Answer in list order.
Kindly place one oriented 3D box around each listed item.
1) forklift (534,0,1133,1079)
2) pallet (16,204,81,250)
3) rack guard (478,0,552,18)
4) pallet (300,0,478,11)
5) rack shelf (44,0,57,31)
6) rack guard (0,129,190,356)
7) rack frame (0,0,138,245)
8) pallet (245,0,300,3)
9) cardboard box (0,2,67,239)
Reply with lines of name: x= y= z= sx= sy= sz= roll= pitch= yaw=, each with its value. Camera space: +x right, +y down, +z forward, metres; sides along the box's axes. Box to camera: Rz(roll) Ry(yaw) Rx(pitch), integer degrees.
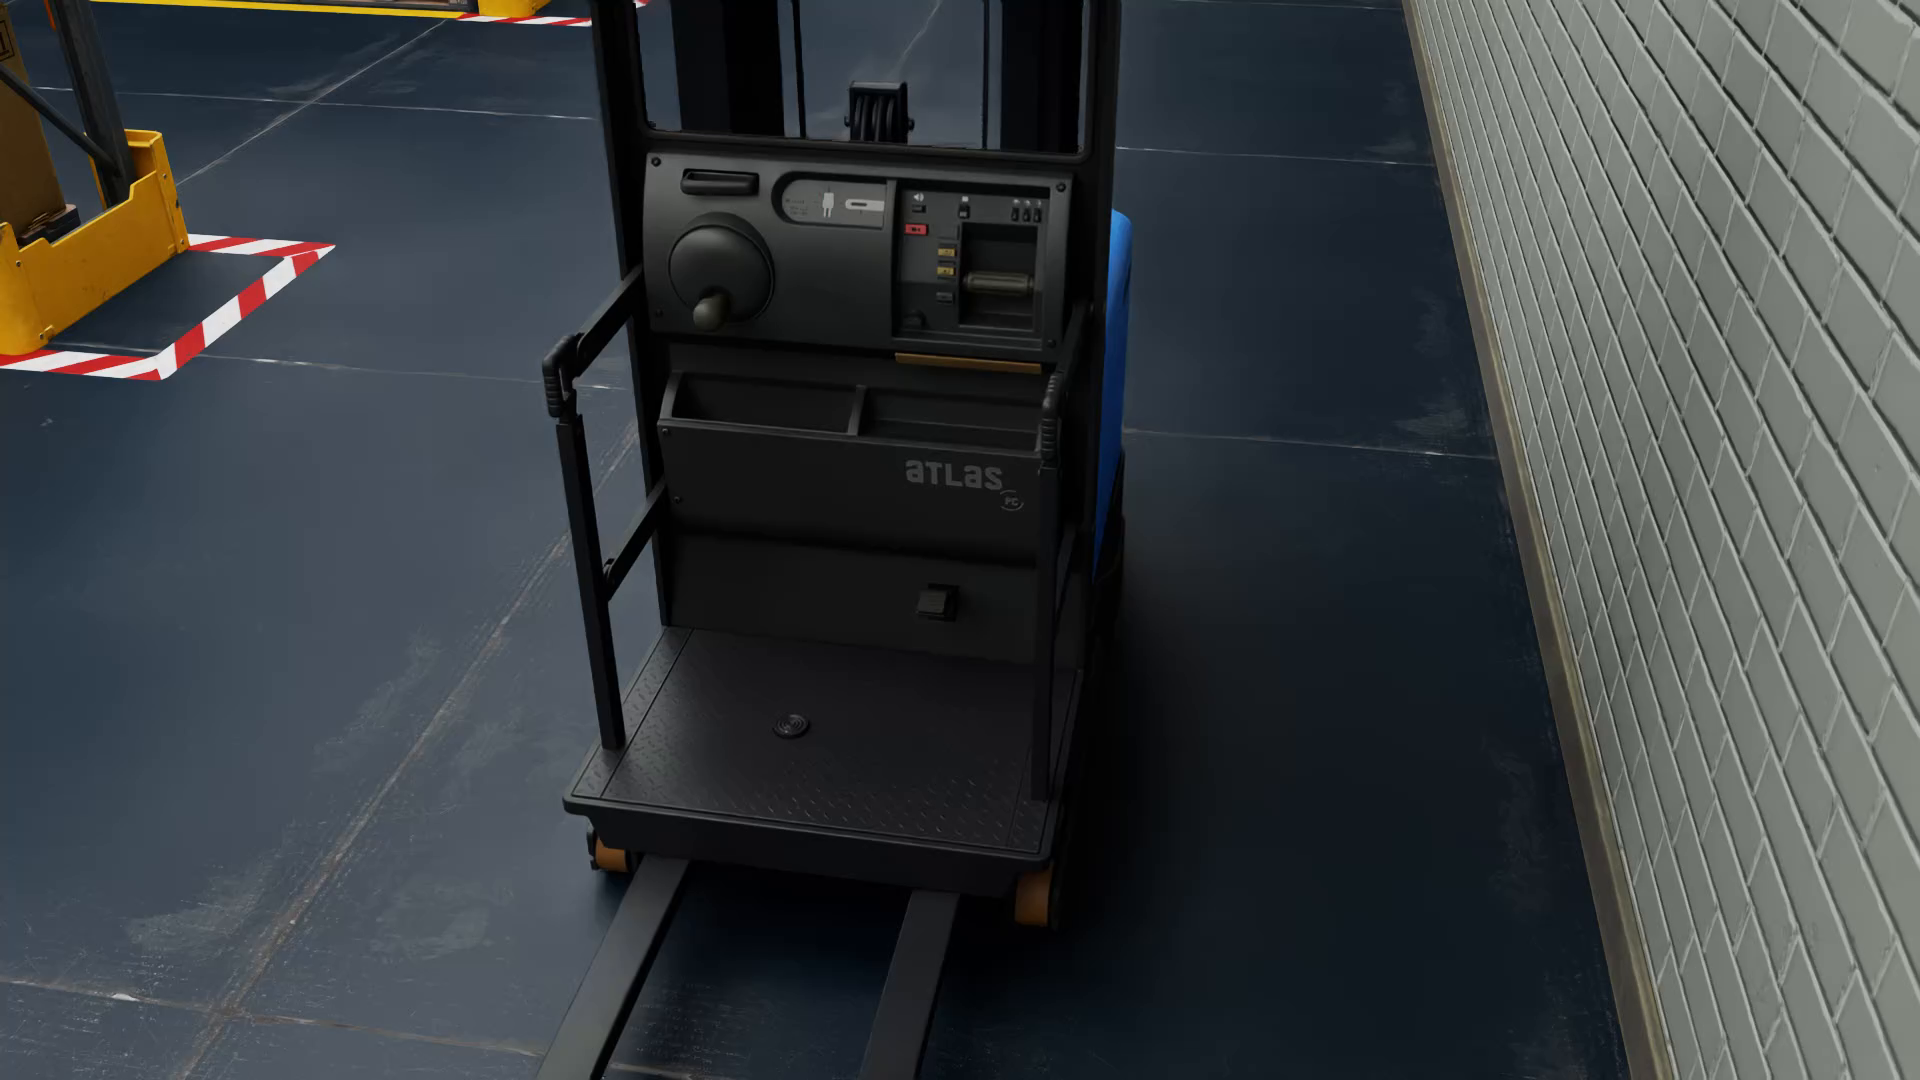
forklift: x=-0.264 y=-0.563 z=3.387 sx=1.130 sy=2.935 sz=3.031 roll=6 pitch=32 yaw=9
pallet: x=-4.467 y=-1.145 z=6.881 sx=1.213 sy=0.211 sz=1.003 roll=5 pitch=32 yaw=8
rack guard: x=-2.807 y=-3.832 z=10.902 sx=0.348 sy=0.500 sz=1.175 roll=5 pitch=32 yaw=8
pallet: x=-3.639 y=-3.799 z=11.121 sx=1.213 sy=0.211 sz=1.003 roll=5 pitch=32 yaw=8
rack shelf: x=-5.637 y=-2.171 z=6.569 sx=4.000 sy=0.370 sz=1.077 roll=5 pitch=32 yaw=8
rack guard: x=-3.642 y=-1.235 z=6.752 sx=0.348 sy=0.500 sz=1.175 roll=5 pitch=32 yaw=8
rack frame: x=-3.666 y=-2.297 z=6.093 sx=0.127 sy=3.000 sz=1.000 roll=5 pitch=32 yaw=8
pallet: x=-4.838 y=-3.909 z=11.297 sx=1.213 sy=0.211 sz=1.003 roll=5 pitch=32 yaw=8
cardboard box: x=-4.310 y=-1.590 z=6.569 sx=0.875 sy=0.875 sz=0.875 roll=5 pitch=32 yaw=8
